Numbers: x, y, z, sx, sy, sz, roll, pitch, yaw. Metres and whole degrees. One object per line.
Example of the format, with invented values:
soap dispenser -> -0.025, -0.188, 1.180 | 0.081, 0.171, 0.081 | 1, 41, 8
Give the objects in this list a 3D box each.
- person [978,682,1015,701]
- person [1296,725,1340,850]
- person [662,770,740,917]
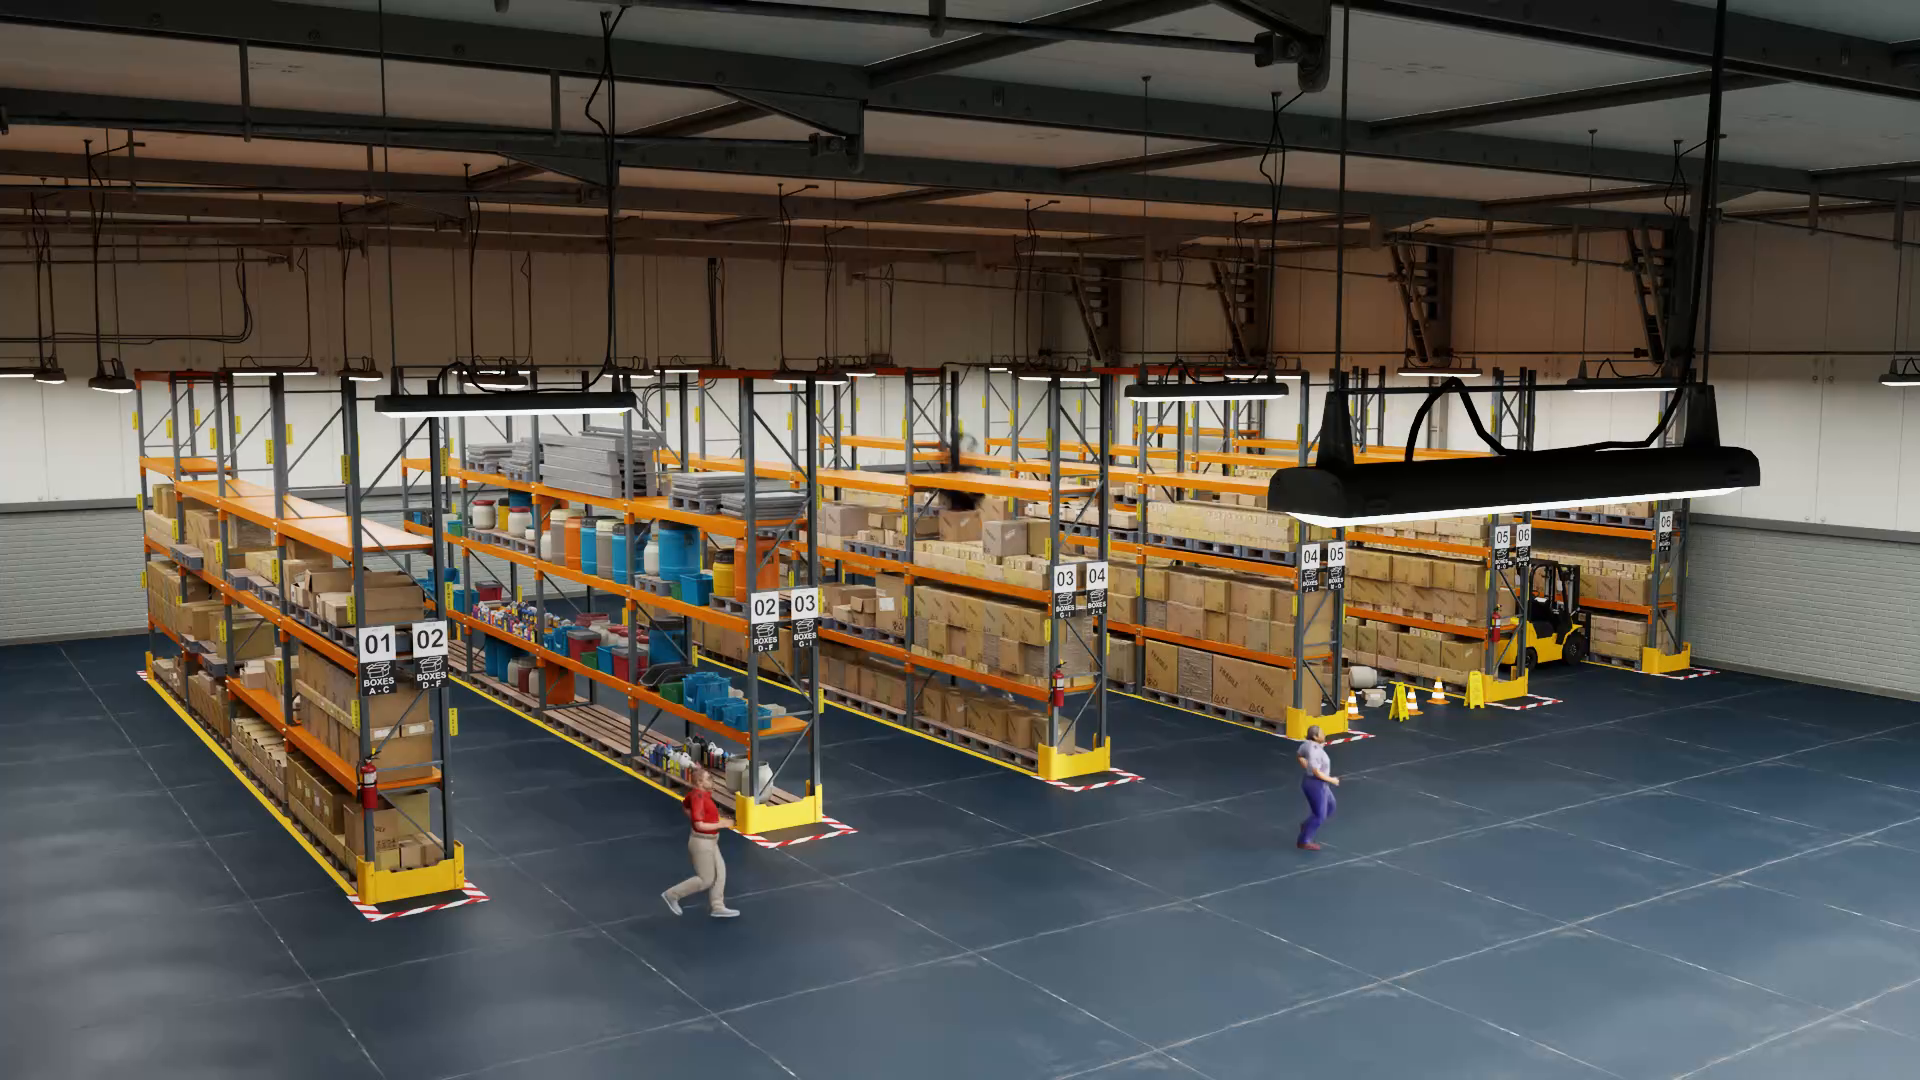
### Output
person -> 0.686, 2.107, 30.436 | 0.553, 1.601, 0.857 | -6, 9, -41
person -> 4.570, 3.143, 21.236 | 0.528, 1.604, 0.617 | 0, 6, 2
person -> -2.898, 3.391, 18.542 | 0.857, 1.696, 0.675 | -1, 7, -8
